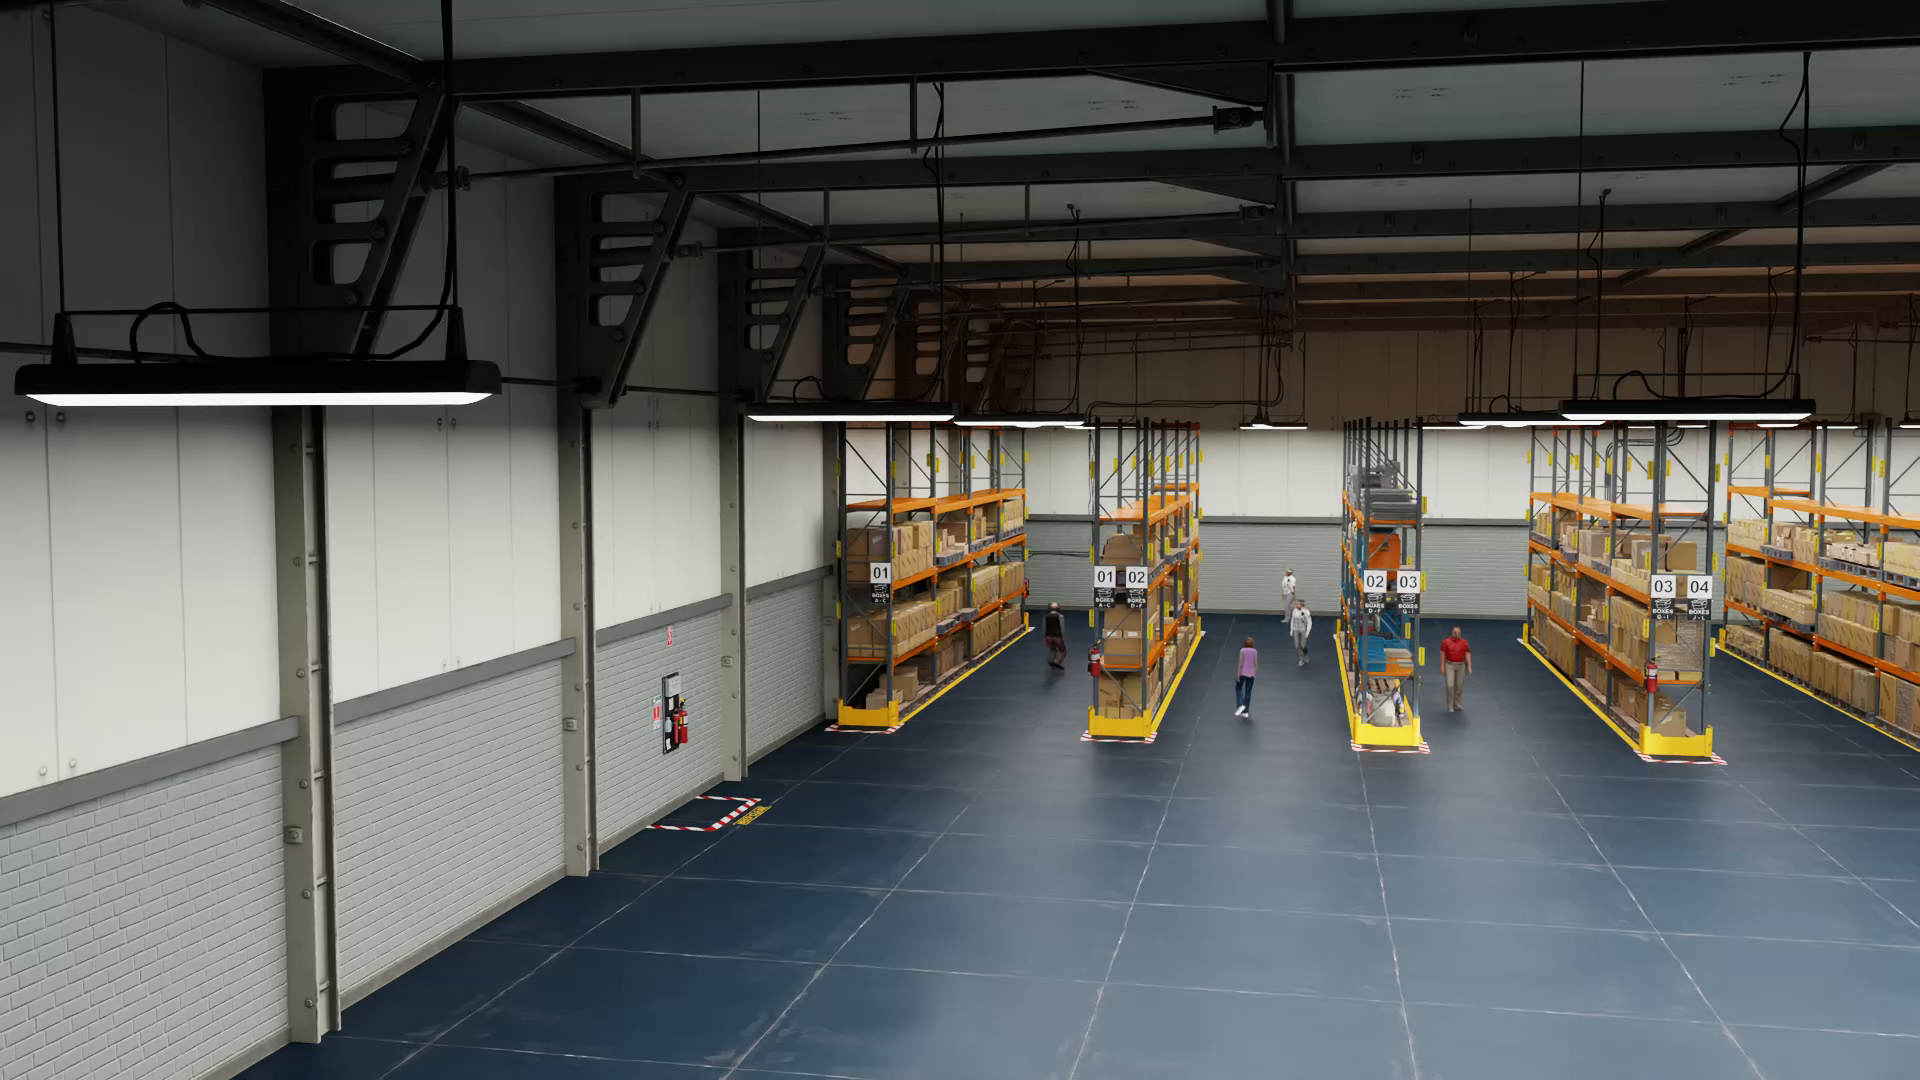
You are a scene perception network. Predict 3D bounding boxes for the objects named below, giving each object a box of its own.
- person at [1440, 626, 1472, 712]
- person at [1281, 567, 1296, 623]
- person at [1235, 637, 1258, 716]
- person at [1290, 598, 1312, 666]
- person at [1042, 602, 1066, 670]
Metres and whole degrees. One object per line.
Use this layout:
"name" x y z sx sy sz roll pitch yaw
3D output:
"person" 10.181 2.679 34.162 0.592 1.823 0.488 0 4 2
"person" 9.938 1.635 49.967 0.752 1.659 0.463 -2 4 -25
"person" 5.764 2.746 33.422 0.441 1.604 0.448 0 4 5
"person" 8.403 2.249 40.932 0.550 1.657 0.494 2 4 32
"person" 2.198 2.228 38.719 0.565 1.555 0.531 2 4 23
